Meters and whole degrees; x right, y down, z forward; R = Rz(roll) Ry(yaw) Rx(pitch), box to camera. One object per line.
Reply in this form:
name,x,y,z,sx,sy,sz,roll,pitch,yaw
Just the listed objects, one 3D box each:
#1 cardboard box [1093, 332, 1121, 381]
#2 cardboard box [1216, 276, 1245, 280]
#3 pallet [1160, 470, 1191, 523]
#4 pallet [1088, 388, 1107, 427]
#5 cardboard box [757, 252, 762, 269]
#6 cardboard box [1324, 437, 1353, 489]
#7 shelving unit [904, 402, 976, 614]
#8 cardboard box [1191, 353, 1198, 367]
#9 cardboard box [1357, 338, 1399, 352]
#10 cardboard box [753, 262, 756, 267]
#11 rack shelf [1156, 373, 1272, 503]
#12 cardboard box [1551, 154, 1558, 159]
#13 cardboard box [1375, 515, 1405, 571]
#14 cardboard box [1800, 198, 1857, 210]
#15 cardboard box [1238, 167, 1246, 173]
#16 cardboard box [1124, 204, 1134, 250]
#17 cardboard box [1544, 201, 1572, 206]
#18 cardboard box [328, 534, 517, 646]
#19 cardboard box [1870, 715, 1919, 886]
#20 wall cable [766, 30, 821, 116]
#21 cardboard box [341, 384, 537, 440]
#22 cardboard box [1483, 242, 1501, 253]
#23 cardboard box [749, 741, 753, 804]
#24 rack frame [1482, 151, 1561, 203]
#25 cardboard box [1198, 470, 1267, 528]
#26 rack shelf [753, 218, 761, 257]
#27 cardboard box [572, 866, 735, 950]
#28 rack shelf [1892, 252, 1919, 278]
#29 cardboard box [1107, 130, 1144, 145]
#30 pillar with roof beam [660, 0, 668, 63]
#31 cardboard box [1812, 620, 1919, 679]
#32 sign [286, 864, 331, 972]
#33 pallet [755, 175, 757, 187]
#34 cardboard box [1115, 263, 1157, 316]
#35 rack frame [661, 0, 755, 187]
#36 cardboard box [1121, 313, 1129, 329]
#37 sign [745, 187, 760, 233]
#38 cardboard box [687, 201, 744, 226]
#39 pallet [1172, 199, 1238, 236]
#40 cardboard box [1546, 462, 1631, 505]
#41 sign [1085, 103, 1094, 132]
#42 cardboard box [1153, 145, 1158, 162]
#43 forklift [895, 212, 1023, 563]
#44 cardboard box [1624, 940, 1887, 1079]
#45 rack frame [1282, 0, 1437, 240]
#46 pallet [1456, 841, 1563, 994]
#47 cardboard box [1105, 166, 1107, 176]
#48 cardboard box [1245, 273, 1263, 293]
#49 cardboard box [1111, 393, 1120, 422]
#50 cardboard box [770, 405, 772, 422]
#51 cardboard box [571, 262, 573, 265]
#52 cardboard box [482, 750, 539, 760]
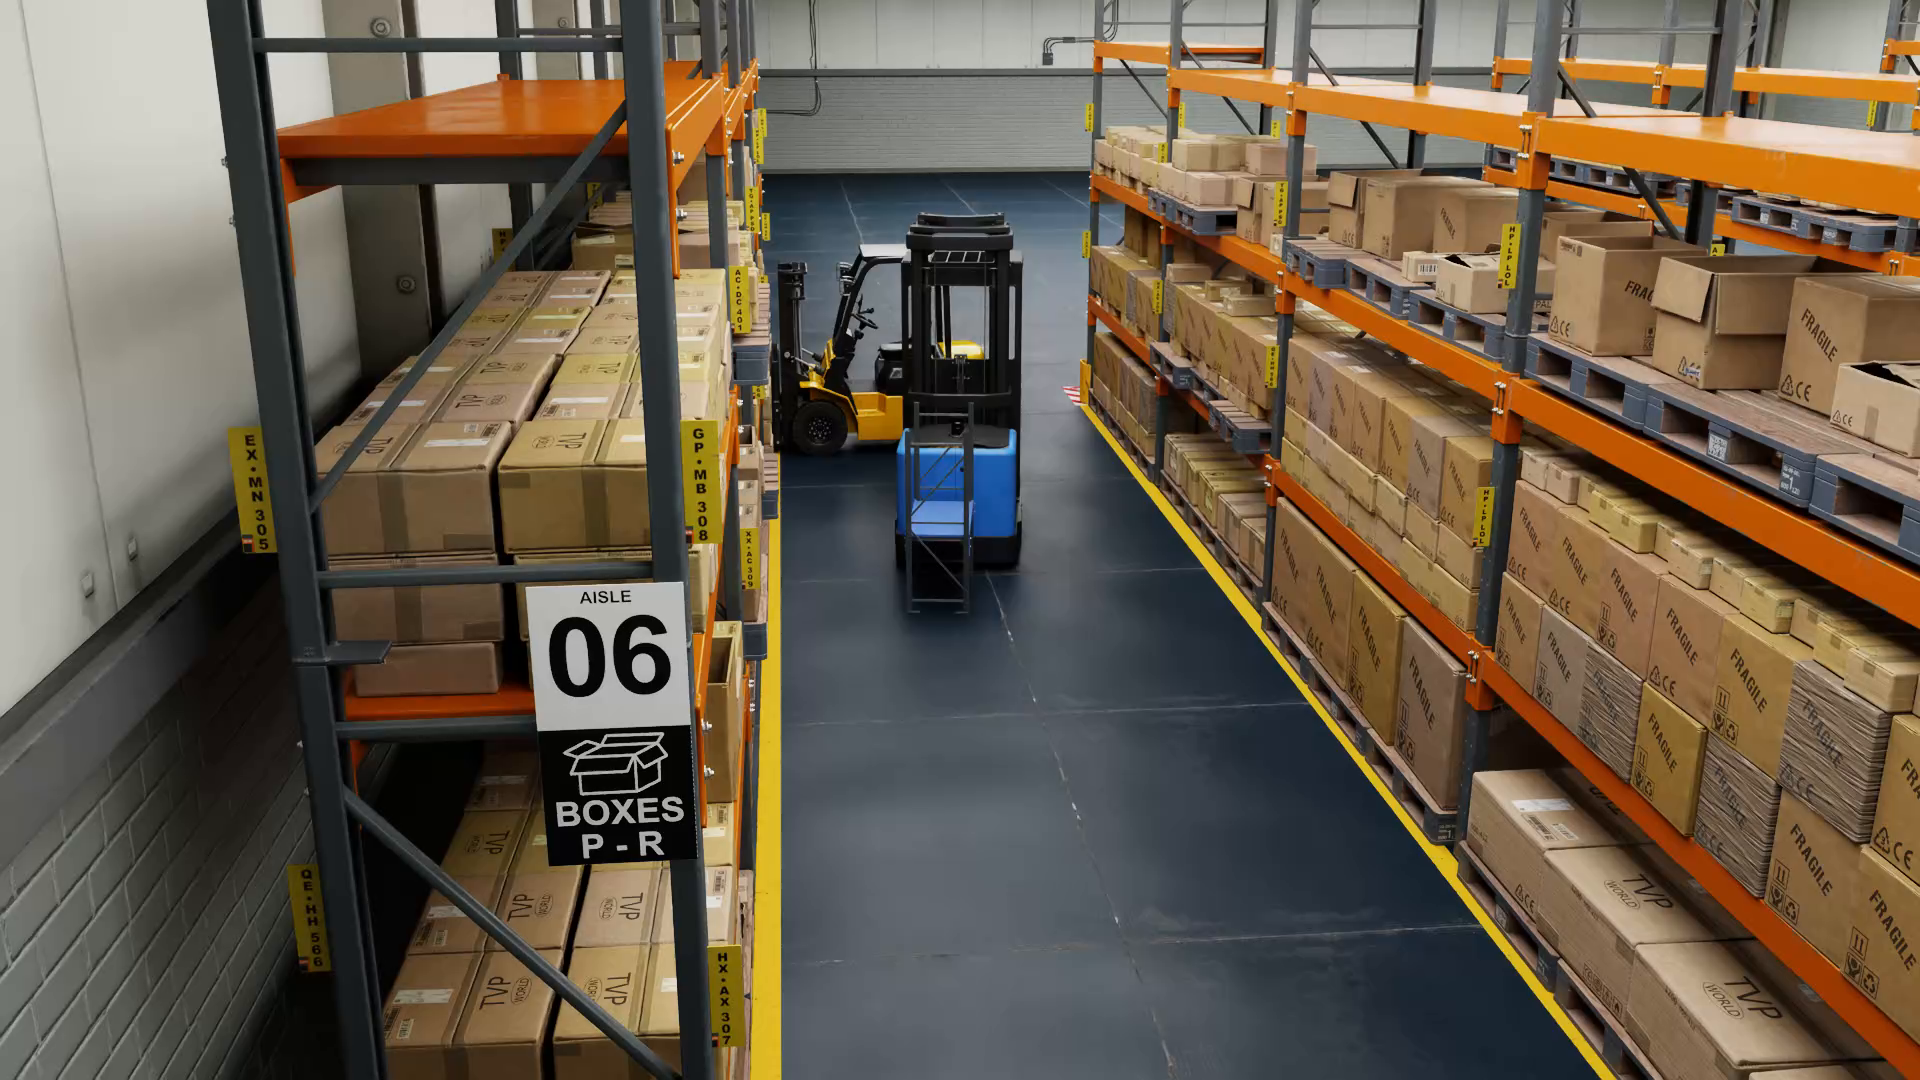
cardboard box,1.896,-2.193,19.865,0.500,0.500,0.500,-2,18,-7
cardboard box,2.773,-2.270,16.109,0.500,0.500,0.500,-2,18,-7
pallet,2.579,-0.449,16.327,1.003,0.211,1.213,-2,18,-6
pallet,2.141,-1.607,20.015,1.003,0.211,1.213,-2,18,-6
cardboard box,-2.374,-3.070,18.274,0.380,0.149,0.250,-1,17,-5
cardboard box,2.808,-0.525,11.329,0.500,0.250,0.500,-2,18,-6
shelving unit,-0.157,-0.282,13.645,0.538,1.500,1.048,1,17,2
cardboard box,2.347,-1.682,15.319,0.380,0.149,0.250,-2,17,-5
cardboard box,3.223,-1.198,12.222,0.500,0.500,0.500,-2,18,-7
cardboard box,-1.375,-1.514,9.608,0.380,0.149,0.250,-1,17,-4
rack shelf,2.704,-1.072,14.857,1.077,0.370,4.000,-2,18,-6
cardboard box,6.872,-4.381,18.741,0.380,0.149,0.250,-2,18,-5
cardboard box,2.941,0.016,10.443,0.500,0.250,0.500,-2,18,-7
cardboard box,7.417,-2.941,13.883,0.500,0.311,0.500,-2,18,-6
cardboard box,2.749,-3.250,15.137,0.500,0.250,0.500,-2,17,-5
cardboard box,2.355,-3.724,19.771,0.700,0.500,0.500,-2,18,-7
cardboard box,6.998,-3.861,20.486,0.875,0.550,0.550,-2,18,-6
cardboard box,-1.518,0.093,4.692,0.500,0.250,0.500,-2,18,-7
cardboard box,3.448,0.903,5.529,0.500,0.500,0.500,-1,17,-4
wall cable,-5.760,-14.050,50.164,3.097,2.526,0.112,-2,18,-6
cardboard box,-1.578,-0.300,5.109,0.500,0.250,0.500,-2,18,-7
cardboard box,3.482,-1.750,10.332,0.396,0.266,0.258,0,17,-1
cardboard box,-1.440,1.368,9.356,0.500,0.500,0.500,-1,17,-3
rack frame,6.998,-3.386,21.027,1.000,3.000,0.127,-2,18,-6
cardboard box,2.705,-0.380,15.139,0.950,0.372,0.625,-1,17,-4
rack shelf,-2.233,-2.349,13.916,1.077,0.370,4.000,-2,18,-6
cardboard box,-1.033,1.355,5.681,0.500,0.250,0.500,-2,17,-5
rack shelf,8.029,-1.494,11.195,1.077,0.370,4.000,-2,18,-6
cardboard box,1.877,-4.554,18.829,0.380,0.149,0.250,-2,18,-6
pillar with roof beam,-0.014,-7.596,24.421,9.100,9.000,0.400,-2,18,-6
cardboard box,3.353,0.404,6.037,0.380,0.149,0.250,-1,17,-4
sign,-1.756,1.027,4.511,0.100,0.325,0.005,-2,18,-6
pallet,-2.676,-3.861,17.682,1.003,0.211,1.213,-2,18,-6
cardboard box,2.029,-2.785,18.451,0.500,0.500,0.500,-2,18,-7
rack frame,-2.439,-4.719,15.257,1.000,3.000,0.127,-2,18,-6
cardboard box,1.994,-2.433,18.410,0.380,0.149,0.250,-2,18,-5
sign,-1.487,-2.359,11.884,0.100,0.325,0.005,-2,18,-6
cardboard box,-1.697,-2.263,11.531,0.380,0.149,0.250,-1,17,-4
pallet,2.565,-2.856,14.646,1.213,0.211,1.003,-2,18,-6
cardboard box,3.139,-0.284,8.227,0.380,0.149,0.250,-2,17,-5
sign,1.545,-5.034,19.810,0.100,0.325,0.005,-2,18,-6
cardboard box,2.144,-3.865,16.635,0.380,0.149,0.250,-2,18,-7
forklift,0.027,-1.585,15.405,1.130,2.935,3.031,1,17,2
cardboard box,3.465,2.120,7.065,0.875,0.438,0.875,-1,17,-4
rack frame,2.910,-3.681,11.953,1.000,3.000,0.127,-2,18,-6
pallet,3.323,1.932,8.744,1.003,0.211,1.213,-2,18,-6
cardboard box,1.912,-4.330,19.445,0.380,0.149,0.250,-2,18,-7
cardboard box,2.854,-2.375,15.359,0.380,0.149,0.250,-2,18,-7
cardboard box,2.007,-1.528,18.998,0.500,0.250,0.500,-1,17,-2
cardboard box,-2.277,-1.437,17.875,0.500,0.250,0.500,-2,18,-6
cardboard box,-1.845,-1.410,8.781,0.380,0.149,0.250,-2,18,-7
cardboard box,-1.722,0.916,7.080,0.500,0.250,0.500,-1,17,-4
